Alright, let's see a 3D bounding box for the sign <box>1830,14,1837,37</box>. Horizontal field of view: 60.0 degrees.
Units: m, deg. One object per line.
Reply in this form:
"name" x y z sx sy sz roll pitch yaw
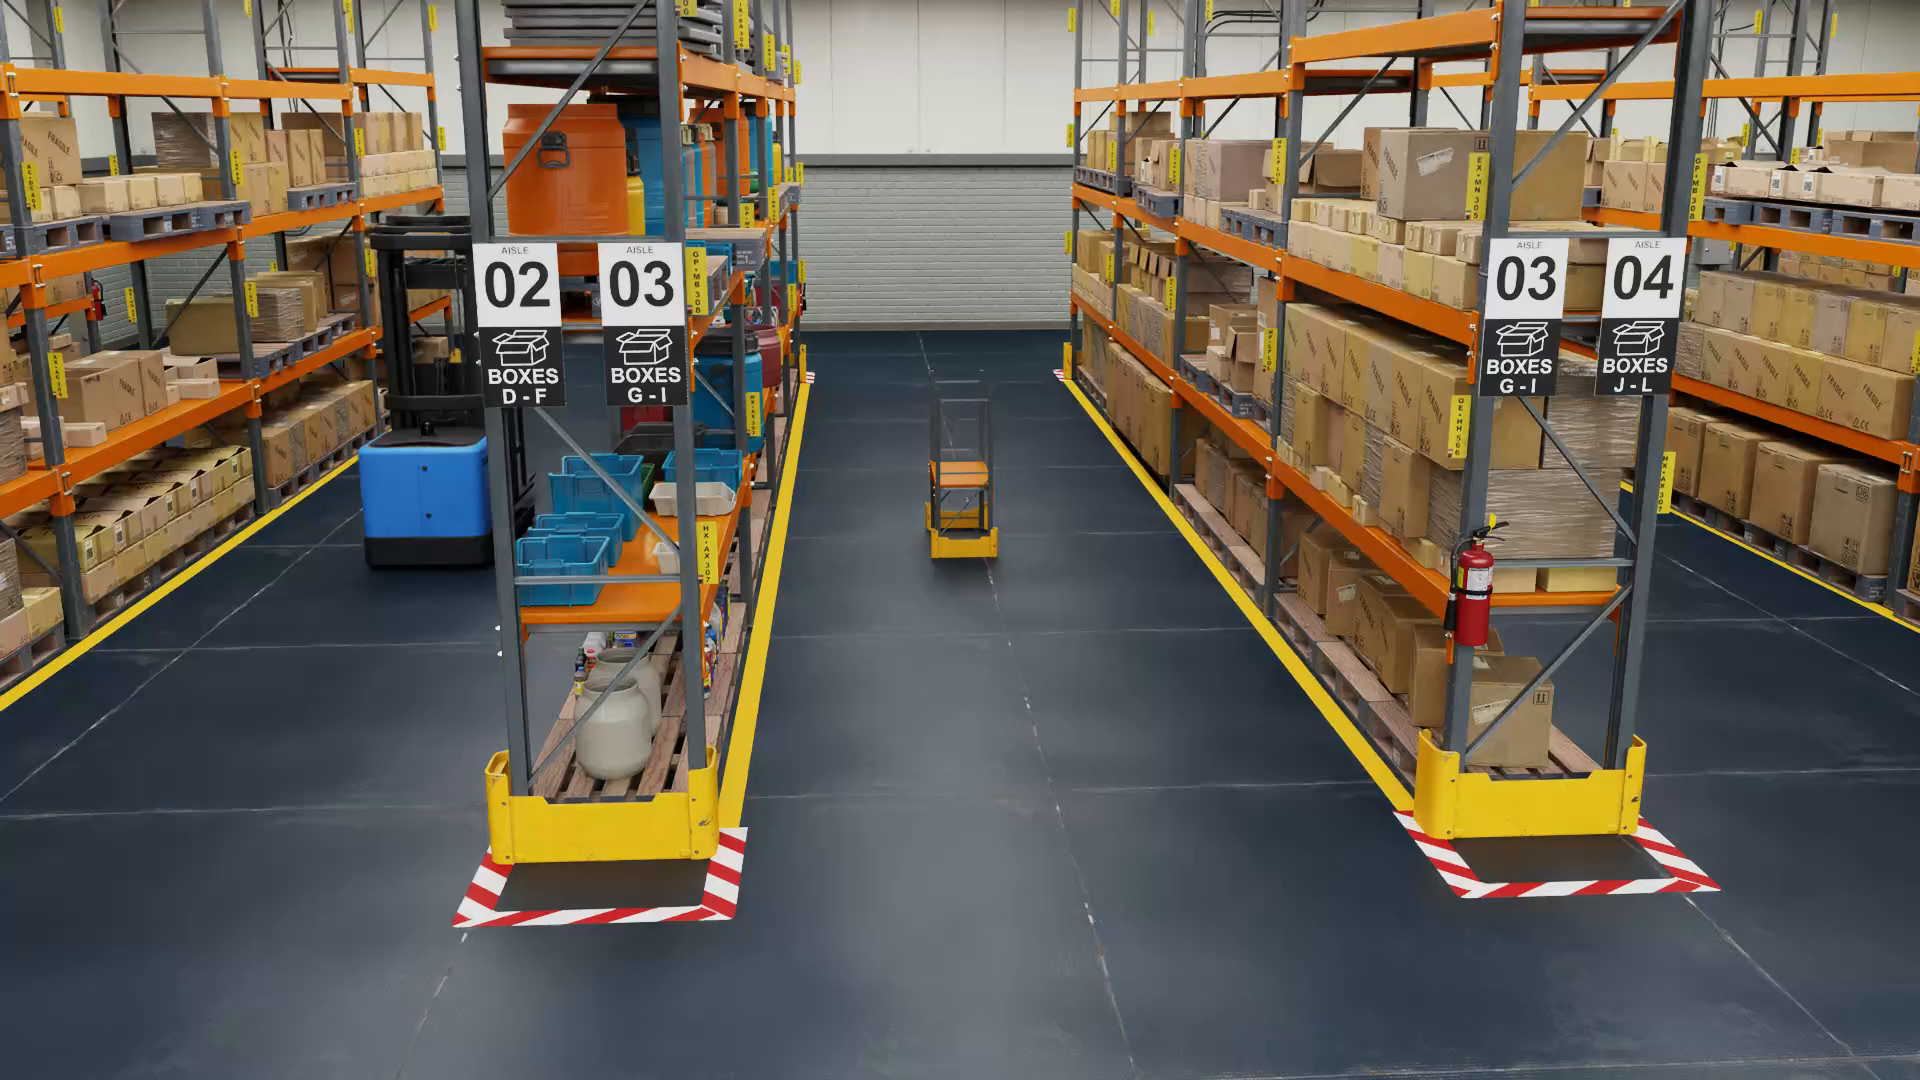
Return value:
"sign" 12.557 -7.403 23.929 0.100 0.325 0.005 -1 14 -3

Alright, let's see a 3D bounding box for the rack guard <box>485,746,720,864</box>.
"rack guard" -1.880 1.399 8.808 1.175 0.500 0.348 -1 14 -3

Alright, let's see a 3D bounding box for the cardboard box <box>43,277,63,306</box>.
"cardboard box" -12.610 -3.457 22.065 0.980 0.700 0.700 -1 14 -4

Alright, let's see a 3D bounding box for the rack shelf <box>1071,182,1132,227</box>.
"rack shelf" 2.247 -4.456 21.972 1.077 0.370 4.000 -1 14 -3

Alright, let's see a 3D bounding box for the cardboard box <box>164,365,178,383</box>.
"cardboard box" -7.406 -1.439 15.000 0.500 0.311 0.500 -1 14 -4

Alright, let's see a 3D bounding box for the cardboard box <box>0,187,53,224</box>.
"cardboard box" -7.049 -2.449 12.188 0.500 0.250 0.500 1 14 2

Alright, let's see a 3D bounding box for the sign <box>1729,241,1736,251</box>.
"sign" 11.460 -4.452 24.638 0.100 0.325 0.005 -1 14 -3

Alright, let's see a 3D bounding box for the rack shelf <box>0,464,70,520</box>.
"rack shelf" -6.897 0.133 10.156 1.077 0.370 4.000 -1 14 -3

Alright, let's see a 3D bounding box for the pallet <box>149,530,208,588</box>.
"pallet" -7.184 0.151 14.238 1.003 0.211 1.213 -1 14 -3

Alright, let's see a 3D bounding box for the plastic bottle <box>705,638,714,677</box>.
"plastic bottle" -1.651 0.774 10.814 0.097 0.271 0.097 0 14 0

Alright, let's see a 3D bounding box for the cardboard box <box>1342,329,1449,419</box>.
"cardboard box" 2.746 -1.052 10.516 0.500 0.500 0.500 -1 14 -3

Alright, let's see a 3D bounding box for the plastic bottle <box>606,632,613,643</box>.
"plastic bottle" -2.403 0.642 11.169 0.144 0.351 0.185 -1 14 -4

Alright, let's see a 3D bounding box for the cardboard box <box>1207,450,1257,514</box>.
"cardboard box" 2.728 -0.558 15.531 0.700 0.500 0.500 -2 15 -8

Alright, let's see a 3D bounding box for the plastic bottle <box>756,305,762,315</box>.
"plastic bottle" -2.333 -2.528 19.154 0.144 0.351 0.185 -1 14 -3

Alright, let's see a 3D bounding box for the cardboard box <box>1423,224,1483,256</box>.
"cardboard box" 2.761 -1.640 9.085 0.380 0.149 0.250 -2 15 -6

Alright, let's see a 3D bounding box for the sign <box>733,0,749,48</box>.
"sign" -1.527 -3.598 11.594 0.100 0.325 0.005 -1 14 -3

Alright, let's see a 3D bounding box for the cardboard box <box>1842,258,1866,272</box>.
"cardboard box" 11.934 -3.779 21.711 0.500 0.500 0.500 -1 14 -4

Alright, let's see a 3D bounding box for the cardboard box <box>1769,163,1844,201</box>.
"cardboard box" 7.464 -3.136 14.535 0.500 0.311 0.500 -1 14 -4

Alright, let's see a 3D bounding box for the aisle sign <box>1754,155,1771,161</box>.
"aisle sign" 11.720 -5.274 24.512 0.394 0.787 0.004 -1 14 -3

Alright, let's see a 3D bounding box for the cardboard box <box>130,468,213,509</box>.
"cardboard box" -6.923 -0.469 14.604 0.500 0.311 0.500 -1 14 -4

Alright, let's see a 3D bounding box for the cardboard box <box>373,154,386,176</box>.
"cardboard box" -7.331 -4.573 20.283 0.500 0.250 0.500 -1 14 -3

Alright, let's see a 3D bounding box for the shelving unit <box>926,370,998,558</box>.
"shelving unit" 0.005 -0.707 14.989 0.587 1.500 1.083 -1 14 -3

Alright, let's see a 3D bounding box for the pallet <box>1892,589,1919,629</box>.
"pallet" 7.793 0.625 12.398 1.003 0.211 1.213 -1 14 -3

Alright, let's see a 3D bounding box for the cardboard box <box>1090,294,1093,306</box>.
"cardboard box" 1.931 -3.186 22.117 0.380 0.149 0.250 -1 14 -3

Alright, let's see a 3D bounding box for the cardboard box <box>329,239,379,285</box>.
"cardboard box" -7.265 -3.356 20.067 0.500 0.500 0.500 -1 14 -2

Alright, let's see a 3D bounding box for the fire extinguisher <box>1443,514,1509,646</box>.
"fire extinguisher" 2.662 0.203 8.595 0.296 0.674 0.183 -1 14 -3

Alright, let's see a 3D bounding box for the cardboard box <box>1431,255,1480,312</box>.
"cardboard box" 2.831 -1.366 8.819 0.500 0.250 0.500 -1 14 -2

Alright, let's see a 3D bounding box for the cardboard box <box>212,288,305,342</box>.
"cardboard box" -7.286 -2.344 17.298 0.700 0.500 0.500 2 15 7

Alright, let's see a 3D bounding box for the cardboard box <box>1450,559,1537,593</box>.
"cardboard box" 2.891 0.184 9.018 0.380 0.149 0.250 -1 14 -3

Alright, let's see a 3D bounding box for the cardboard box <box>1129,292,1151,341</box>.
"cardboard box" 2.213 -2.535 18.881 0.500 0.500 0.500 -1 14 -5

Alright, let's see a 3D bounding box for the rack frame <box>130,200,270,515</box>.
"rack frame" -7.268 -1.707 15.865 1.000 3.000 0.127 -1 14 -3

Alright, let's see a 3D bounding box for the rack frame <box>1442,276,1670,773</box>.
"rack frame" 3.115 0.130 8.723 1.000 3.000 0.127 -1 14 -3

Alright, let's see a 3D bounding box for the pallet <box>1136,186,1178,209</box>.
"pallet" 2.454 -3.658 17.806 1.003 0.211 1.213 0 14 -1

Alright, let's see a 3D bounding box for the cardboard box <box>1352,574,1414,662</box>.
"cardboard box" 3.012 0.538 11.311 0.500 0.500 0.500 -2 15 -8

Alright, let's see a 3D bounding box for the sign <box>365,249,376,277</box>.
"sign" -6.963 -3.272 19.624 0.100 0.325 0.005 -1 14 -3

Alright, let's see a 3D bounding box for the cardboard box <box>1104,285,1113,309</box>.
"cardboard box" 2.082 -3.031 20.715 0.500 0.250 0.500 -1 14 -4

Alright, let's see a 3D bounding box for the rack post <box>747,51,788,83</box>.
"rack post" -2.320 -4.939 17.391 0.937 0.300 0.954 1 14 3

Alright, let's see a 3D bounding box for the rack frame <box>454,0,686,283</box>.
"rack frame" -1.829 -2.699 7.679 1.000 3.000 0.127 -1 14 -3

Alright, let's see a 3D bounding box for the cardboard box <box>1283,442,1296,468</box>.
"cardboard box" 2.582 -0.622 12.153 0.380 0.149 0.250 -1 14 -3

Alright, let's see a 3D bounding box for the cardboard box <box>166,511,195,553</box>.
"cardboard box" -6.894 -0.071 14.181 0.500 0.250 0.500 -1 14 -2

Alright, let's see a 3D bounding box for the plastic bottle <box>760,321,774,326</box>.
"plastic bottle" -2.149 -2.317 18.485 0.152 0.276 0.135 -1 14 -3

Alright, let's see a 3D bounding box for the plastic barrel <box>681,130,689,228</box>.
"plastic barrel" -2.325 -2.607 12.335 0.600 0.901 0.708 -1 14 -3

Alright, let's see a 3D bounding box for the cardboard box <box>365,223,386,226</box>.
"cardboard box" -8.000 -4.115 23.016 0.500 0.500 0.500 0 14 -2

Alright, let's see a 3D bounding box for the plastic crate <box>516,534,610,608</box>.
"plastic crate" -2.158 0.159 8.911 0.499 0.251 0.616 -1 14 -3

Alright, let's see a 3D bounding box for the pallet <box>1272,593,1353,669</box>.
"pallet" 2.944 0.653 12.290 1.003 0.211 1.213 -1 14 -3

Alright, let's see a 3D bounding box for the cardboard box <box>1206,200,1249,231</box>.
"cardboard box" 2.467 -2.863 14.639 0.500 0.250 0.500 -1 14 -2

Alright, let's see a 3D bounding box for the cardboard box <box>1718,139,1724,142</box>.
"cardboard box" 7.739 -4.078 17.325 0.396 0.266 0.258 -1 14 -3

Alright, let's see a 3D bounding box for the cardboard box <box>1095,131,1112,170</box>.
"cardboard box" 2.204 -5.204 22.191 0.700 0.500 0.500 -2 15 -7

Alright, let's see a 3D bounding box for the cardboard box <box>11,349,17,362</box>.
"cardboard box" -12.276 -2.337 21.185 0.380 0.149 0.250 -1 14 -5

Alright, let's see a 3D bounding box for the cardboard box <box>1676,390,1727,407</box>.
"cardboard box" 7.775 -1.442 17.503 0.500 0.250 0.500 -2 15 -6

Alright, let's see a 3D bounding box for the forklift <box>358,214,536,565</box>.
"forklift" -4.622 -1.517 15.264 1.130 2.935 3.031 -1 14 -3

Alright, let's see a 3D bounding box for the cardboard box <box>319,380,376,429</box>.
"cardboard box" -7.200 -1.586 19.529 0.500 0.500 0.500 -1 14 -4

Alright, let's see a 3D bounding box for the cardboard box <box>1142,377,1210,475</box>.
"cardboard box" 2.597 -1.206 17.337 1.225 0.875 0.875 -2 15 -6

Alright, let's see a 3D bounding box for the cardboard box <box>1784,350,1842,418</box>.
"cardboard box" 7.462 -1.341 14.243 0.500 0.500 0.500 -1 14 -3

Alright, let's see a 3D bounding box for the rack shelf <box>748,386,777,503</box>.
"rack shelf" -2.200 -0.937 14.316 1.077 0.370 4.000 -1 14 -3

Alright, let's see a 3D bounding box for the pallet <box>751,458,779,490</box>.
"pallet" -2.415 -0.628 17.266 1.003 0.211 1.213 -1 14 -3
